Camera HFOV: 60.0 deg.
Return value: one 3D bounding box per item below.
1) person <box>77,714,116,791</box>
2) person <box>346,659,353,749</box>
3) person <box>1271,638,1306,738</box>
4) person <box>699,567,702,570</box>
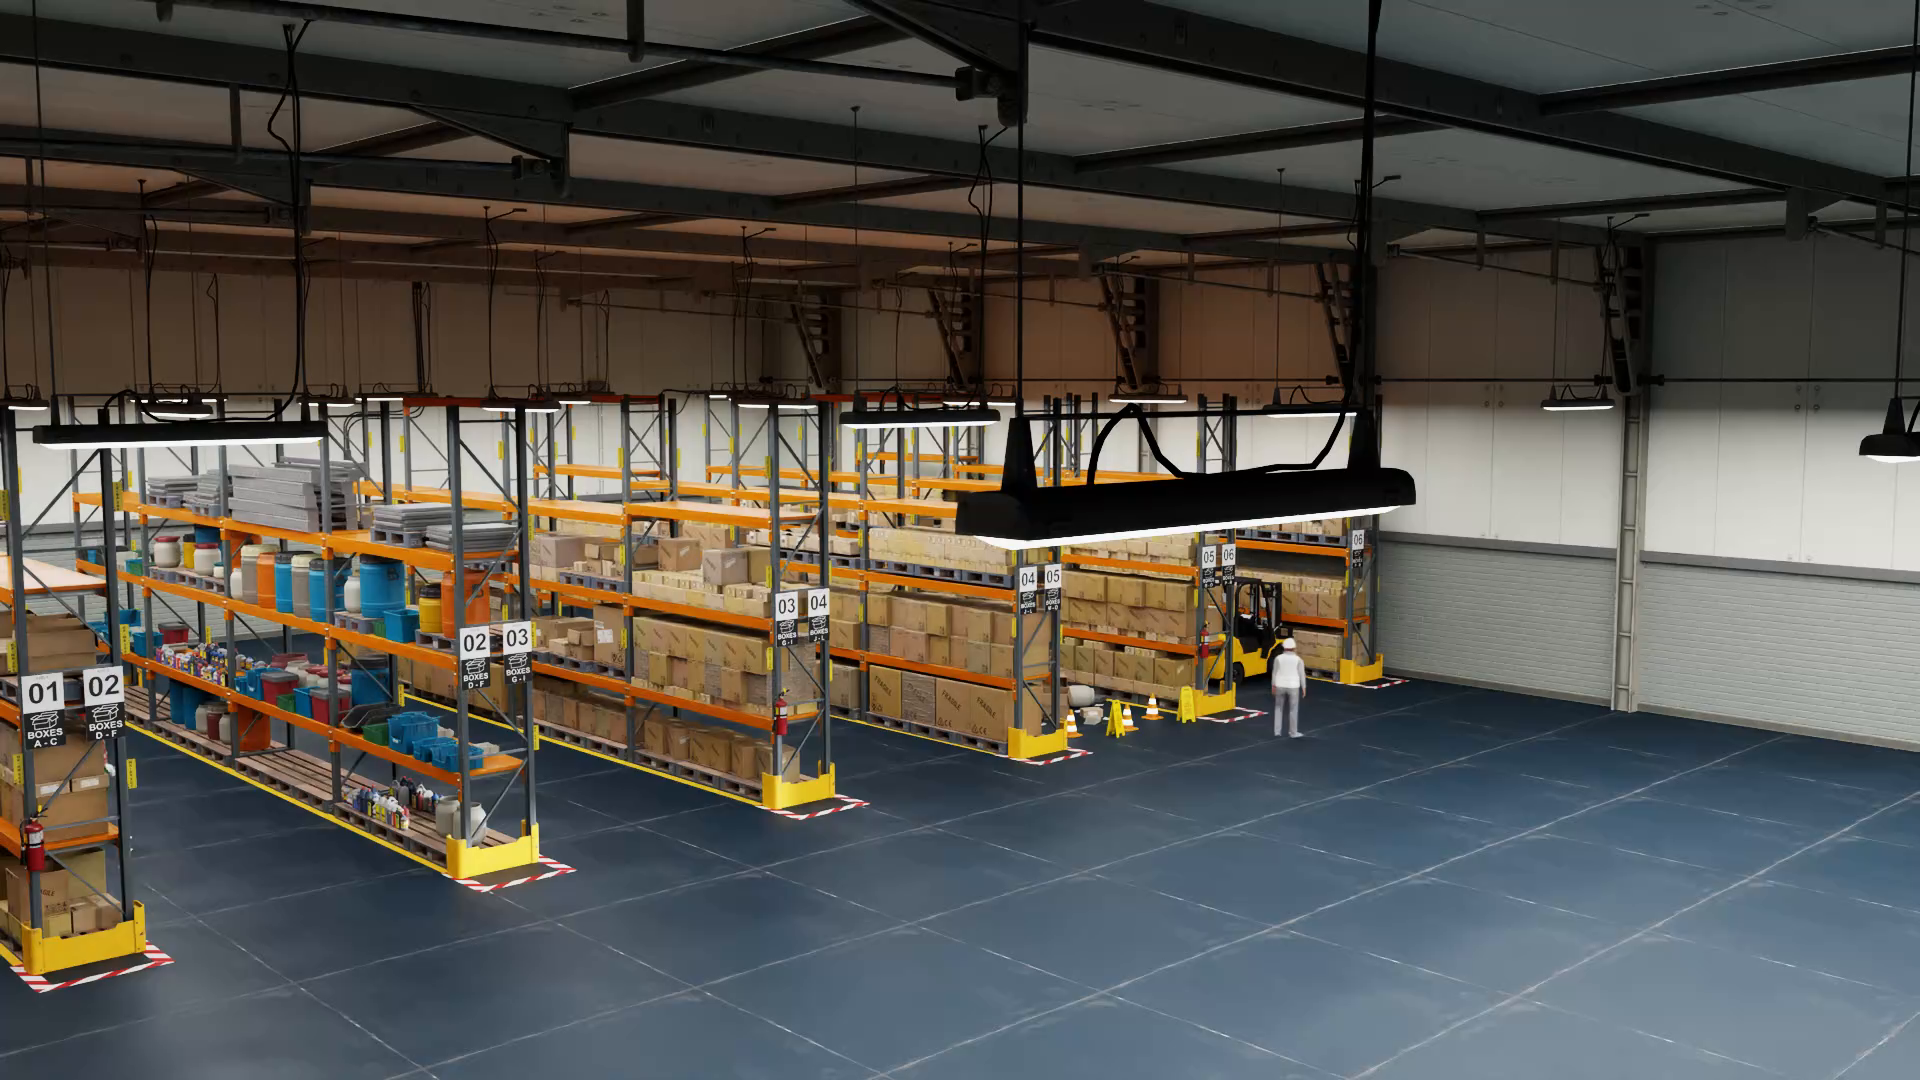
[{"bbox_3d":[-12.120,3.197,23.392,0.571,1.834,0.634,-1,6,-15],"label":"person"},{"bbox_3d":[-10.132,2.786,28.214,0.520,1.650,0.592,2,6,20],"label":"person"},{"bbox_3d":[5.818,2.647,29.411,0.600,1.859,0.388,3,6,25],"label":"person"},{"bbox_3d":[-6.442,1.512,40.920,0.599,1.795,0.418,2,6,19],"label":"person"}]
